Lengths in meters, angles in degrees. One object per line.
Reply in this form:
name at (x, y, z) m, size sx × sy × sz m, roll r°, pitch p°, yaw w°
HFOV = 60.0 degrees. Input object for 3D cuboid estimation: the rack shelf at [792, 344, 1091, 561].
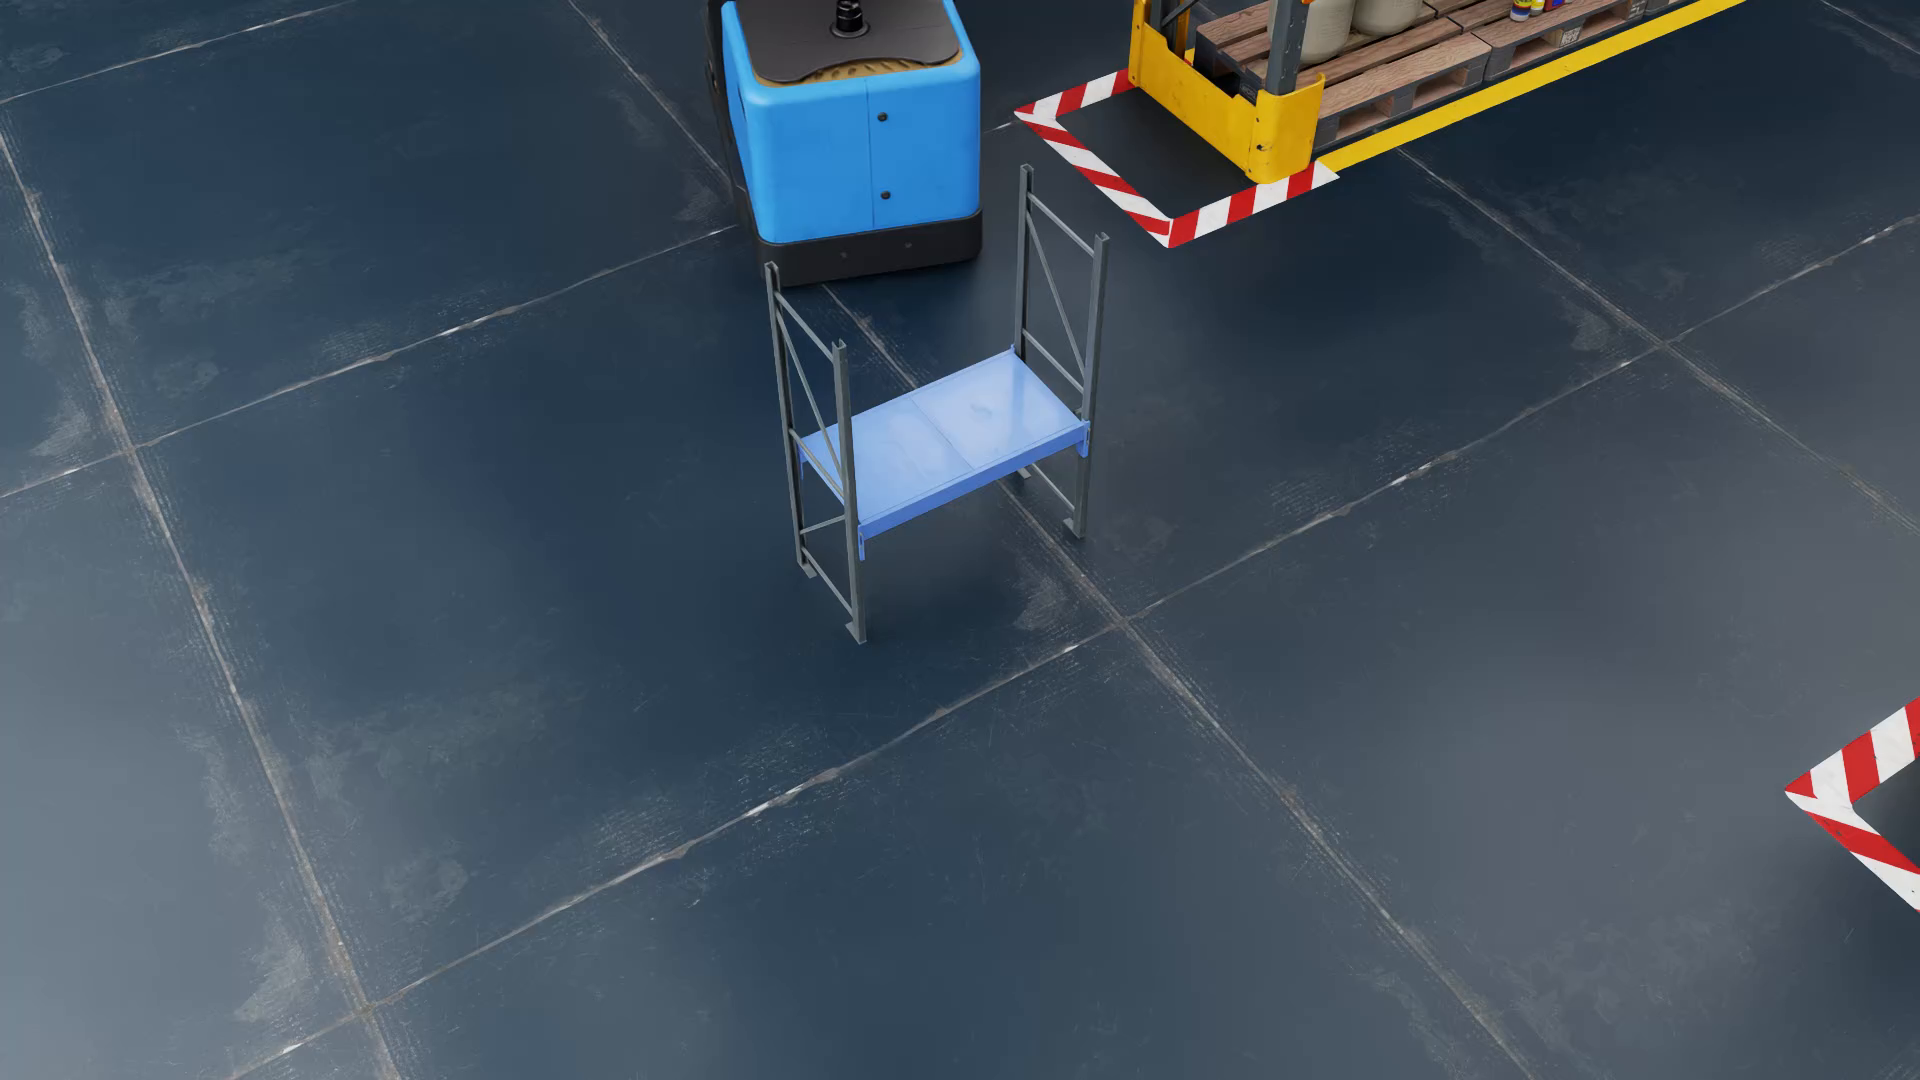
rack shelf at (-0.072, -0.345, 6.239) m, size 1.000 × 0.185 × 0.538 m, roll -25°, pitch 53°, yaw -21°

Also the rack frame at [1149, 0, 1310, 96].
rack frame at (1.290, -3.125, 7.470) m, size 0.127 × 3.000 × 1.000 m, roll -25°, pitch 53°, yaw -21°

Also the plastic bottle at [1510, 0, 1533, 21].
plastic bottle at (2.990, -2.890, 8.793) m, size 0.097 × 0.271 × 0.097 m, roll 0°, pitch 48°, yaw 0°

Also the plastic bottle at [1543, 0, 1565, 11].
plastic bottle at (3.191, -2.973, 8.858) m, size 0.133 × 0.283 × 0.061 m, roll -24°, pitch 53°, yaw -20°

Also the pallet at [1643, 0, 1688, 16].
pallet at (4.083, -3.550, 9.716) m, size 1.213 × 0.211 × 1.003 m, roll -25°, pitch 53°, yaw -21°

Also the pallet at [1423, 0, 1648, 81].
pallet at (3.050, -3.061, 9.280) m, size 1.213 × 0.211 × 1.003 m, roll -25°, pitch 53°, yaw -21°

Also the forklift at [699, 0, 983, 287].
forklift at (-0.729, -3.261, 7.637) m, size 1.130 × 2.935 × 3.031 m, roll -10°, pitch 49°, yaw -9°

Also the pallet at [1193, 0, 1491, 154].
pallet at (2.019, -2.578, 8.850) m, size 1.213 × 0.211 × 1.003 m, roll -25°, pitch 53°, yaw -21°

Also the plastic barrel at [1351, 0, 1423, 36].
plastic barrel at (2.230, -2.948, 8.697) m, size 0.421 × 0.512 × 0.421 m, roll 0°, pitch 48°, yaw 0°

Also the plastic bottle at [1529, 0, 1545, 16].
plastic bottle at (3.077, -2.908, 8.856) m, size 0.097 × 0.201 × 0.097 m, roll 0°, pitch 48°, yaw 0°

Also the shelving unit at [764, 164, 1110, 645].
shelving unit at (-0.072, -0.465, 6.105) m, size 1.048 × 1.500 × 0.538 m, roll -25°, pitch 53°, yaw -21°

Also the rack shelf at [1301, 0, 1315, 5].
rack shelf at (2.981, -3.683, 8.448) m, size 4.000 × 0.370 × 1.077 m, roll -25°, pitch 53°, yaw -21°

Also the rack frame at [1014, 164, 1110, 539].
rack frame at (0.358, -0.667, 6.285) m, size 0.032 × 1.500 × 0.500 m, roll -25°, pitch 53°, yaw -21°

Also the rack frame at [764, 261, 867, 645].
rack frame at (-0.502, -0.262, 5.925) m, size 0.032 × 1.500 × 0.500 m, roll -25°, pitch 53°, yaw -21°

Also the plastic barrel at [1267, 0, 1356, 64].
plastic barrel at (1.806, -2.748, 8.519) m, size 0.421 × 0.512 × 0.421 m, roll 0°, pitch 48°, yaw 0°

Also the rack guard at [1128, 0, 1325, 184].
rack guard at (1.329, -2.354, 8.457) m, size 0.348 × 0.500 × 1.175 m, roll -25°, pitch 53°, yaw -21°

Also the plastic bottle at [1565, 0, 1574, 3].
plastic bottle at (3.279, -3.026, 8.914) m, size 0.097 × 0.271 × 0.097 m, roll 0°, pitch 48°, yaw 0°
